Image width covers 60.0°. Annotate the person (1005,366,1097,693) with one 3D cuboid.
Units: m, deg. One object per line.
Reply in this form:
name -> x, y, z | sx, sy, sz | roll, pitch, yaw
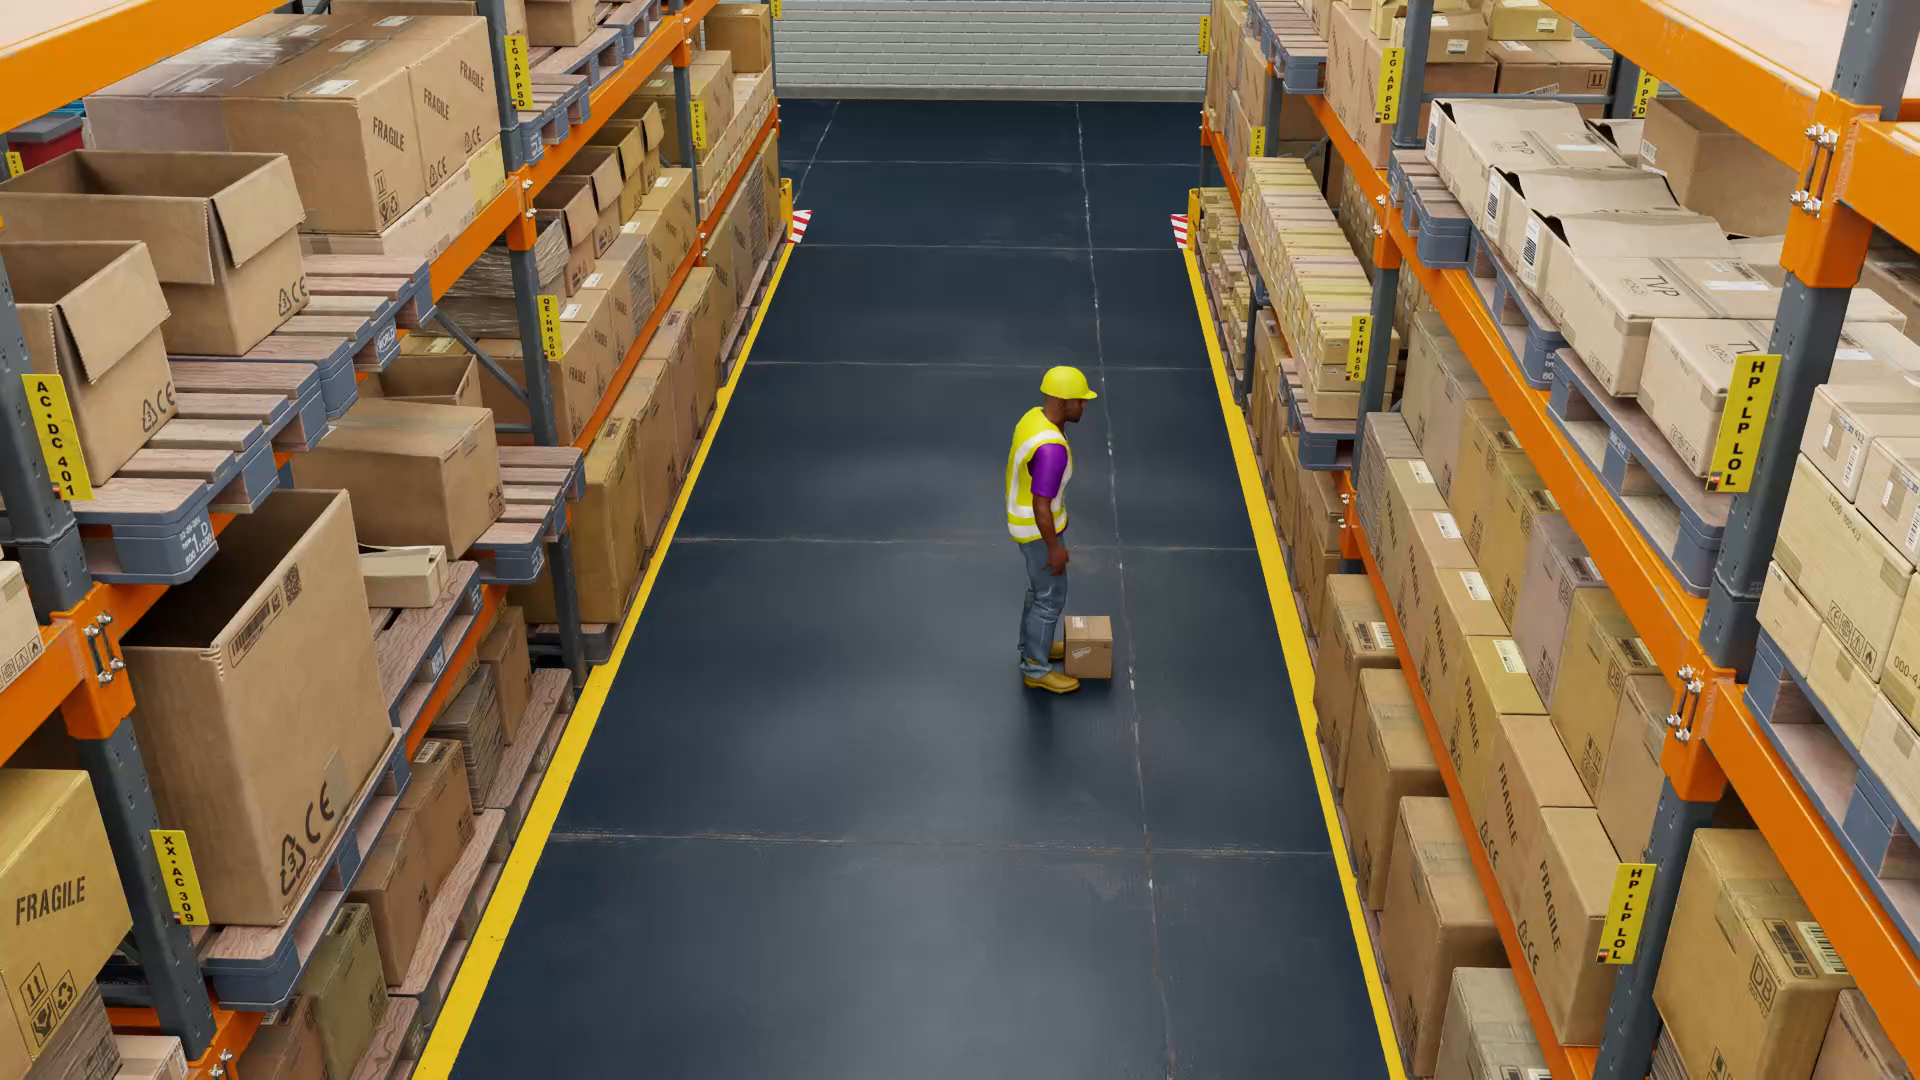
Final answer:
person -> 0.465, -0.077, 8.747 | 0.460, 1.760, 0.631 | 0, 28, -1
